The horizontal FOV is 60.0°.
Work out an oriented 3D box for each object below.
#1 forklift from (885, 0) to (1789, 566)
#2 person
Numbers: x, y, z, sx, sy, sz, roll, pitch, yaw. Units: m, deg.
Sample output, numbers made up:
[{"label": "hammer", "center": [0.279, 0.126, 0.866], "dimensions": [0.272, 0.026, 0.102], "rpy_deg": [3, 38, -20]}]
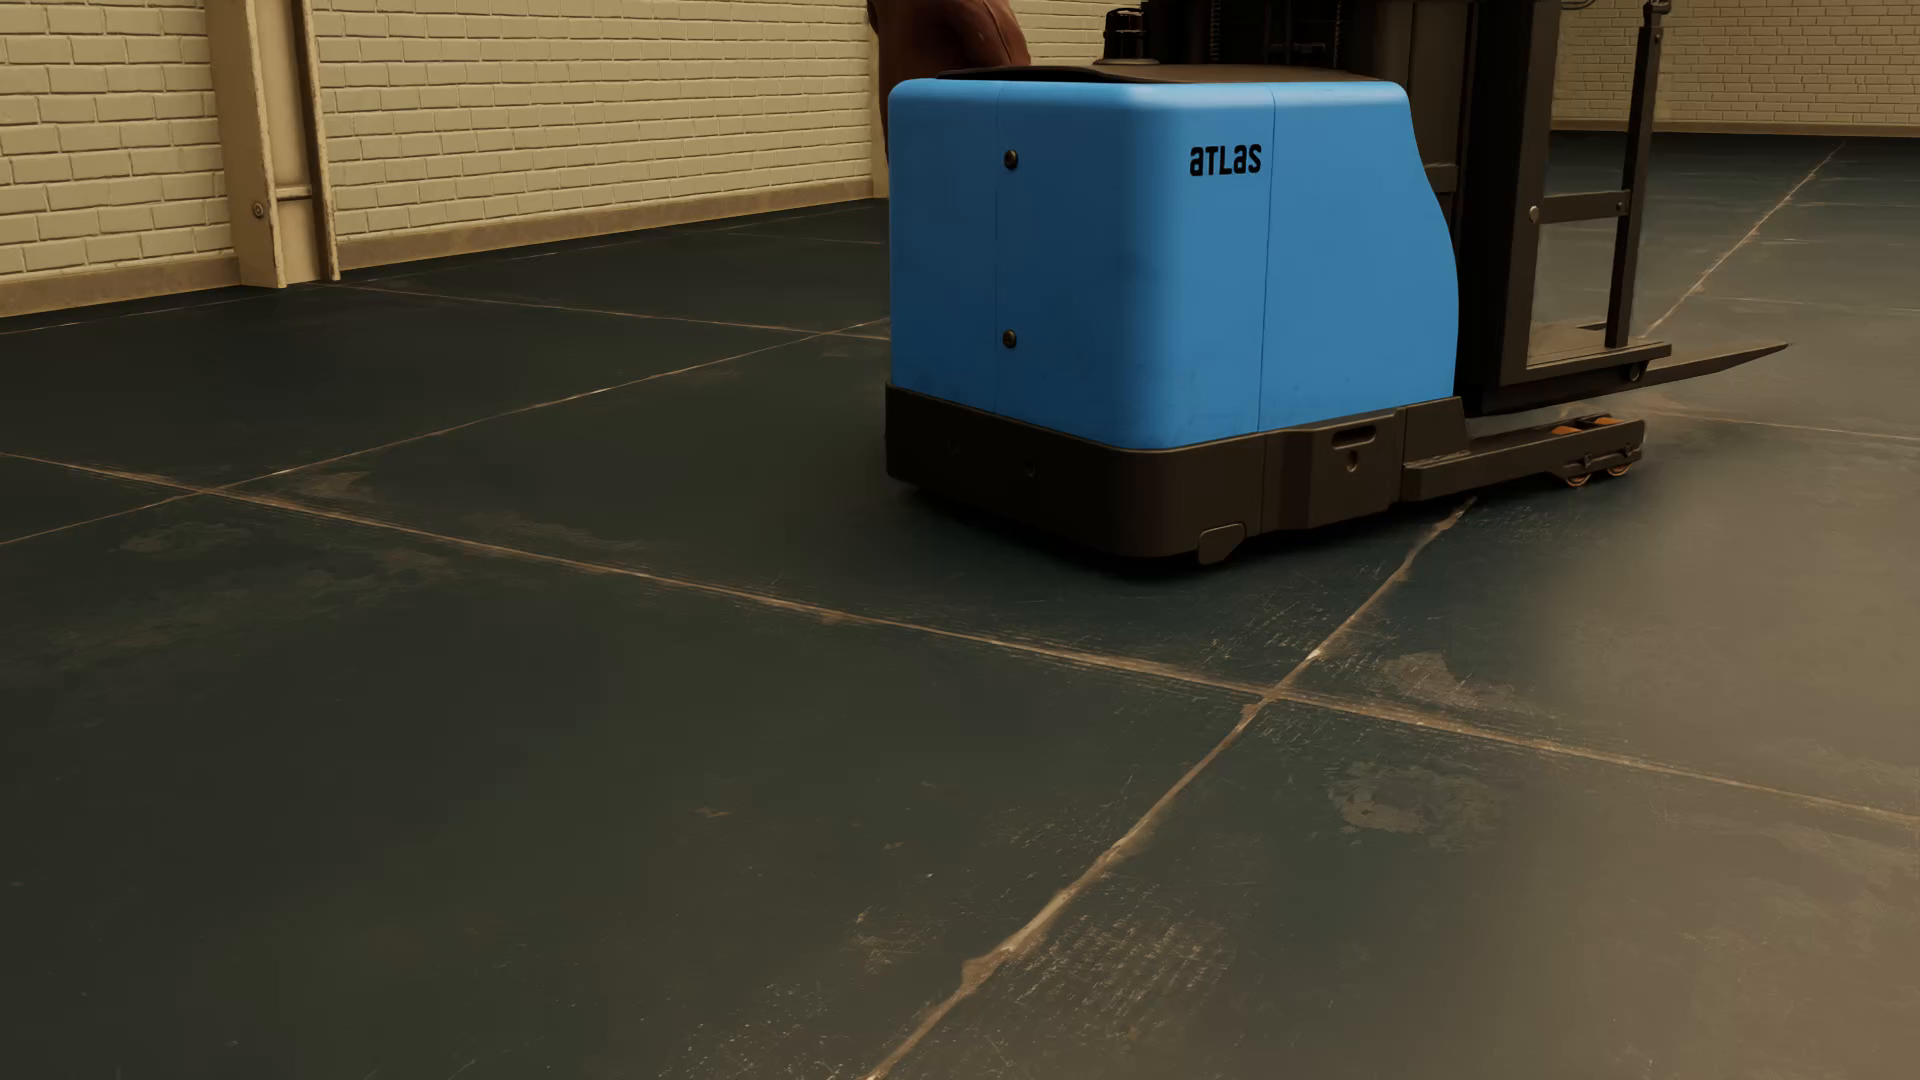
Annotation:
[{"label": "forklift", "center": [1.294, -1.658, 4.482], "dimensions": [3.031, 2.935, 1.130], "rpy_deg": [-12, 20, -35]}, {"label": "person", "center": [0.156, -0.999, 4.688], "dimensions": [0.737, 1.549, 0.839], "rpy_deg": [-6, 17, -19]}]
